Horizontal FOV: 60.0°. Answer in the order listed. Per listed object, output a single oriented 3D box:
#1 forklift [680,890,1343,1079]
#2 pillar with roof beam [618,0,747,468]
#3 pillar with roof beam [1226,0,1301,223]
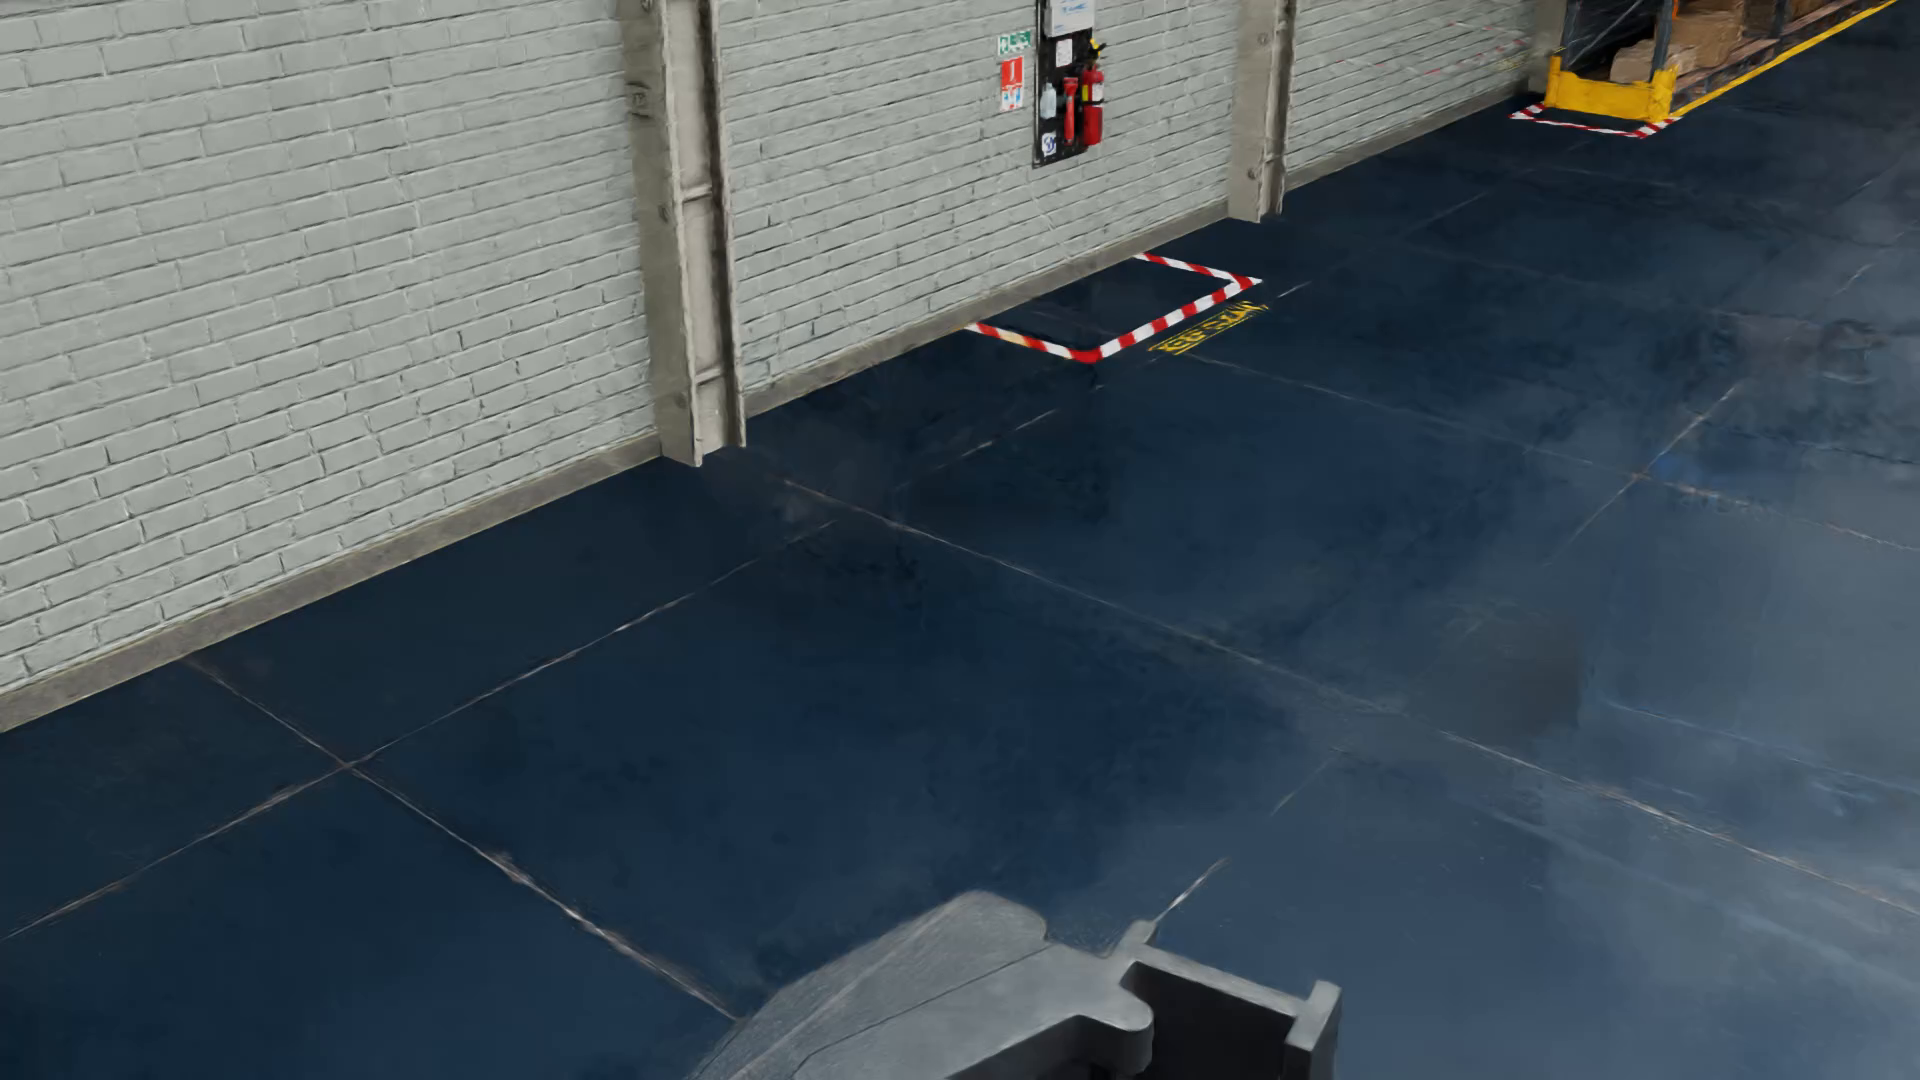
[{"bbox_3d":[3.177,-0.495,3.517,3.031,2.935,1.130,14,31,25],"label":"forklift"},{"bbox_3d":[4.646,-5.622,6.824,9.100,9.000,0.400,21,34,34],"label":"pillar with roof beam"},{"bbox_3d":[8.463,-7.749,10.936,9.100,9.000,0.400,21,34,34],"label":"pillar with roof beam"}]
